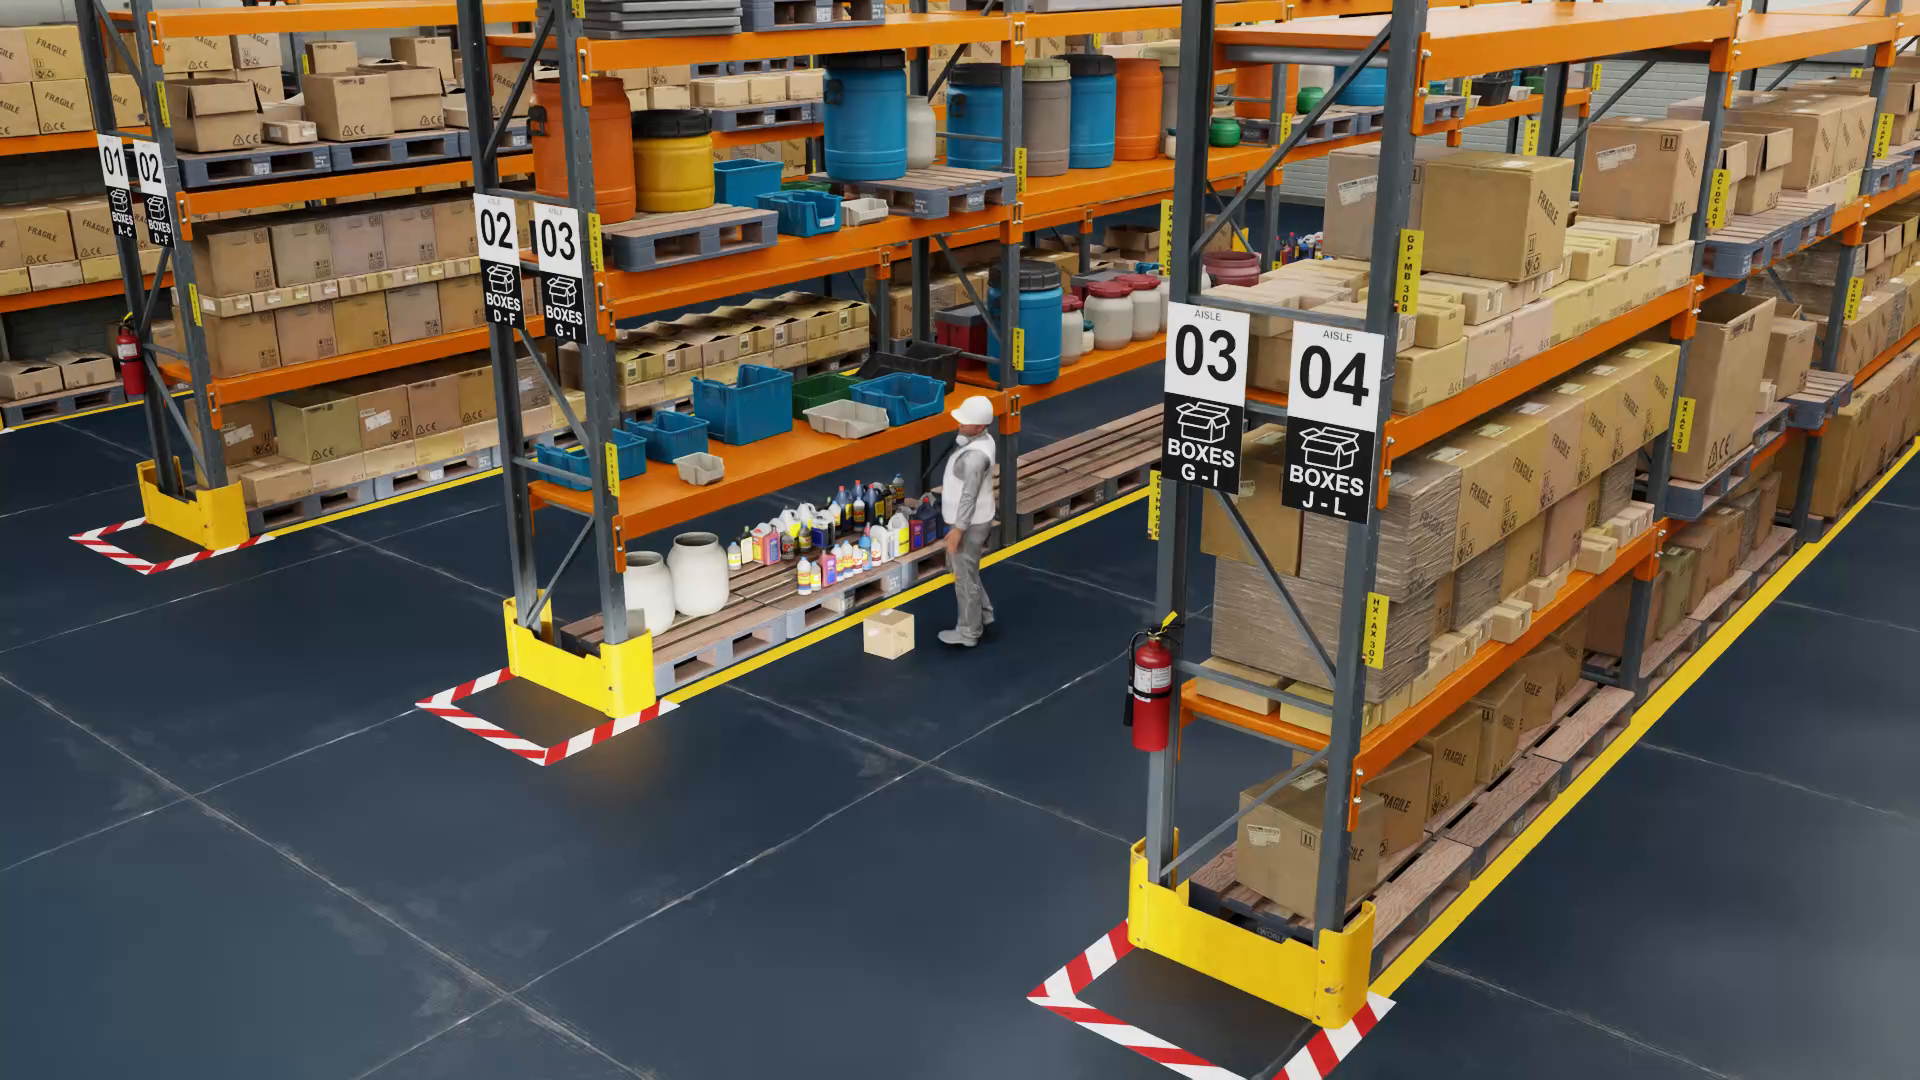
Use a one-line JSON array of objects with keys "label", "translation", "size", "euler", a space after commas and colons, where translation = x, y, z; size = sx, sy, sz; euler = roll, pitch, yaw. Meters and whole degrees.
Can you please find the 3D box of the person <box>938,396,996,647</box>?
[{"label": "person", "translation": [0.044, -0.142, 11.399], "size": [0.388, 1.773, 0.584], "euler": [3, 20, 8]}]
